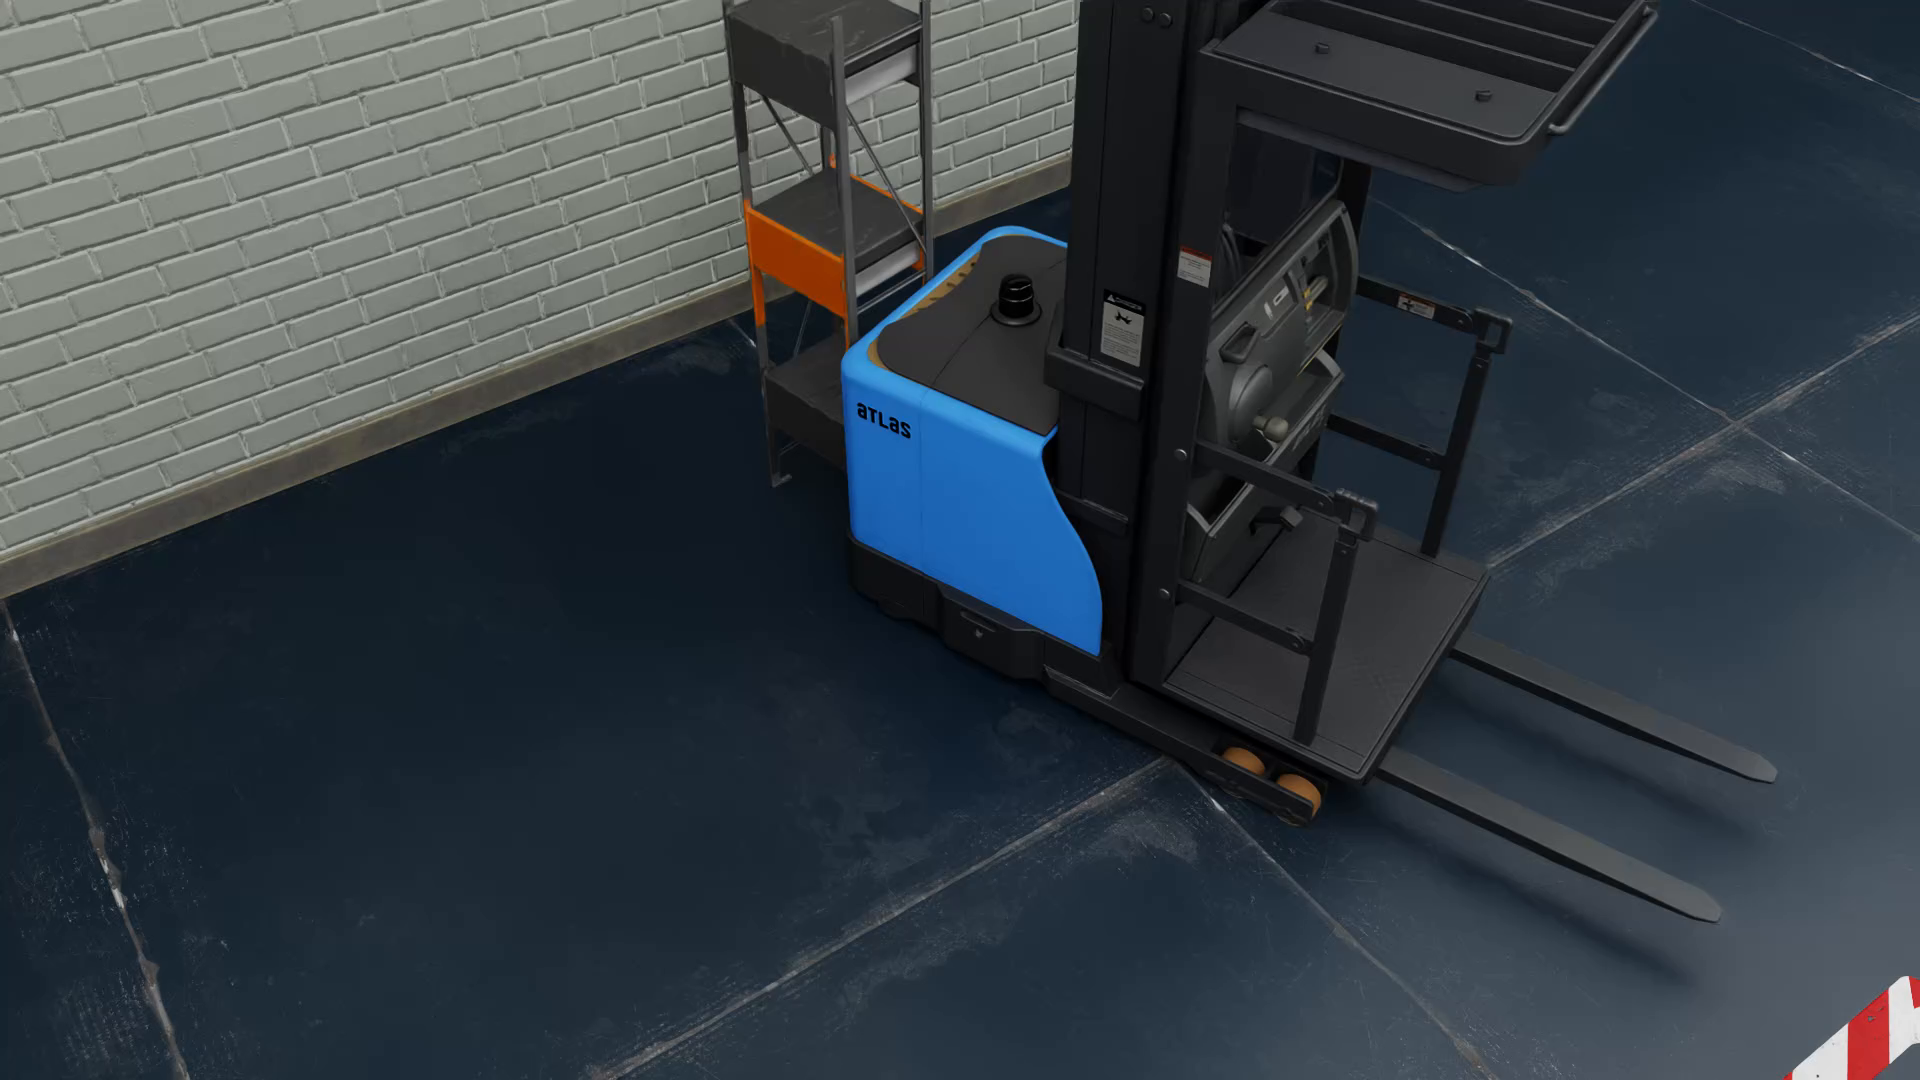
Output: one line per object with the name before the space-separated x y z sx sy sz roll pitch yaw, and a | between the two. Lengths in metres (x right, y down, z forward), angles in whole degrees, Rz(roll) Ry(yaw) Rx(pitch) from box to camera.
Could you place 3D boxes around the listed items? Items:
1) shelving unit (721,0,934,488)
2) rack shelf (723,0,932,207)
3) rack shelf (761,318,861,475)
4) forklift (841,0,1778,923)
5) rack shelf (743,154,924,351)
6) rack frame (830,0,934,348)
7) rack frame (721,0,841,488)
shelving unit | -0.410 -0.949 5.724 0.503 2.100 0.431 33 53 30
rack shelf | -0.410 -1.446 5.250 0.480 0.518 0.431 33 53 30
rack shelf | -0.410 -0.433 6.217 0.480 0.518 0.431 33 53 30
forklift | 1.107 -0.574 4.729 3.031 2.935 1.130 25 49 24
rack shelf | -0.410 -0.939 5.733 0.480 0.518 0.431 33 53 30
rack frame | -0.232 -0.834 5.603 0.015 2.100 0.400 33 53 30
rack frame | -0.588 -1.064 5.844 0.015 2.100 0.400 33 53 30
